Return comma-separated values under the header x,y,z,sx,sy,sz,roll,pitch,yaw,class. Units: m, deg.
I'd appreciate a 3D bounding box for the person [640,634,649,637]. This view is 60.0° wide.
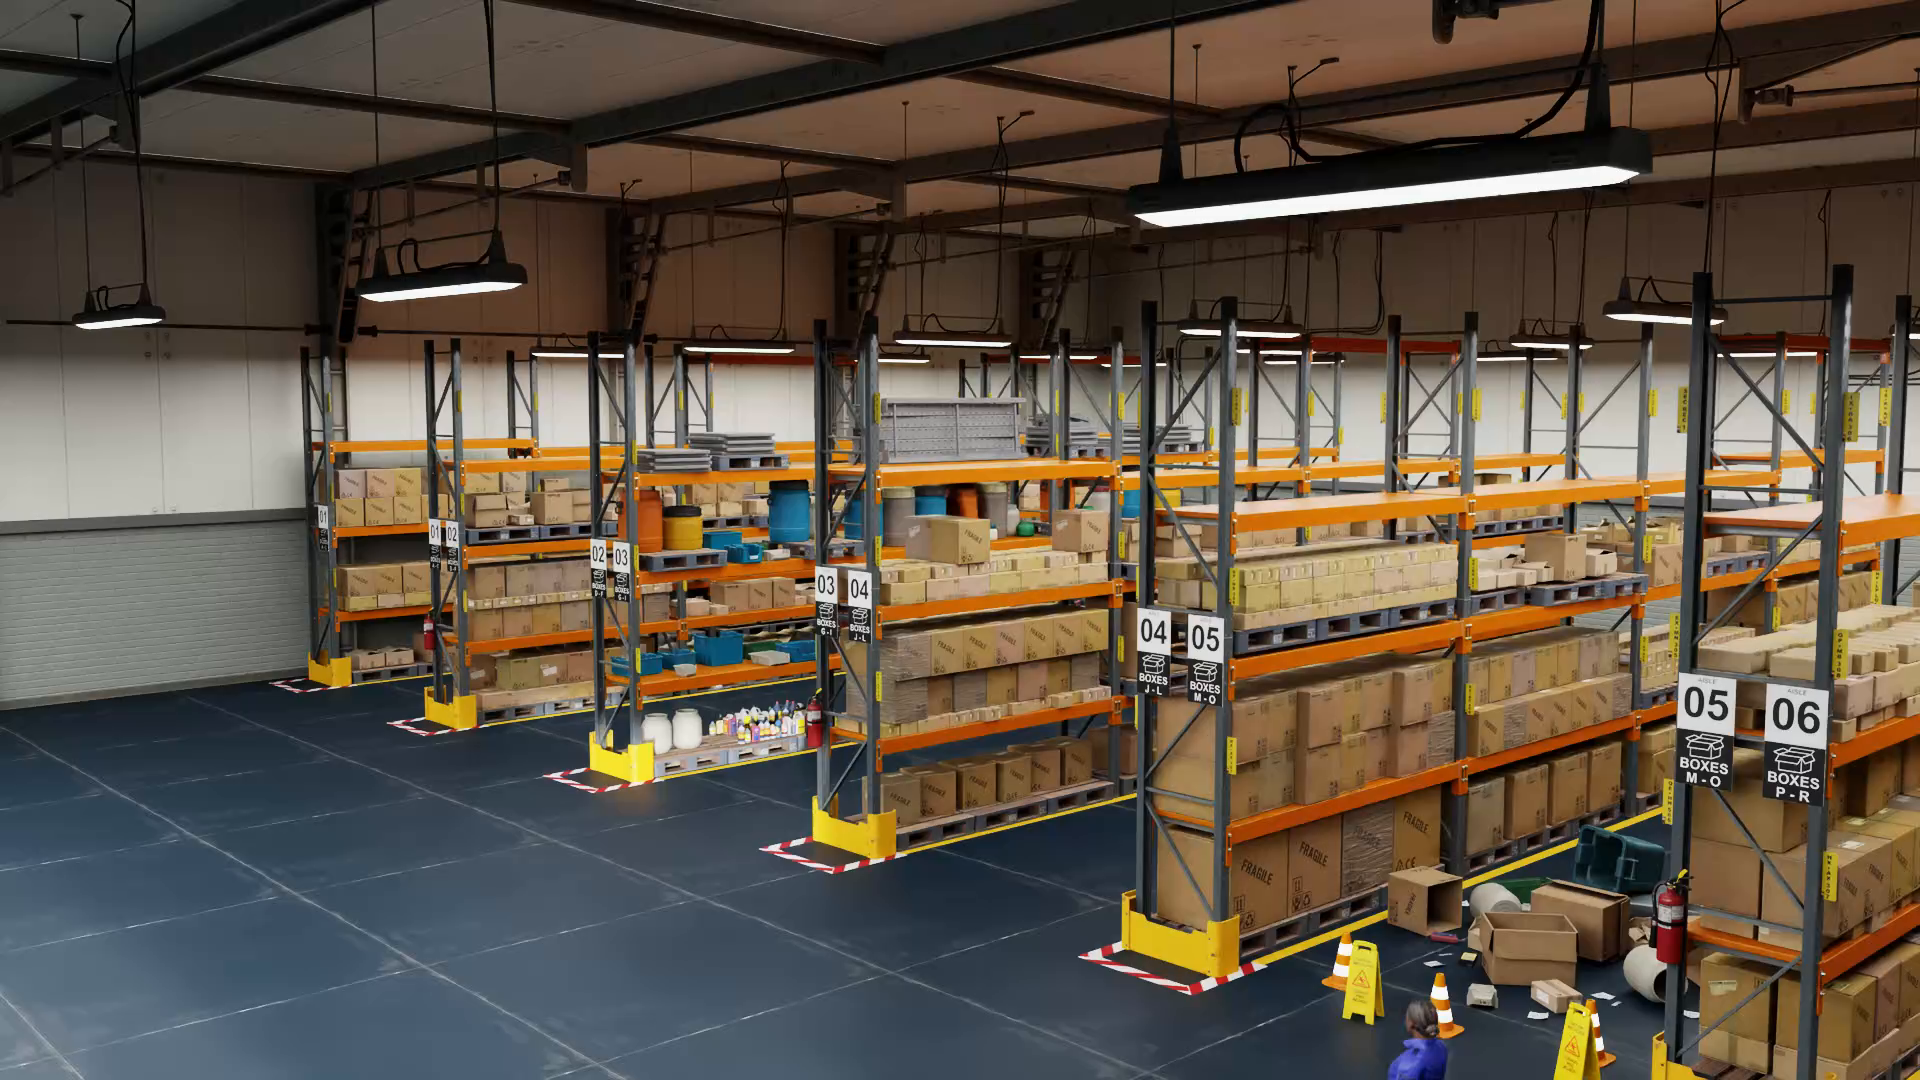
x,y,z,sx,sy,sz,roll,pitch,yaw,class
-6.126,1.545,32.001,0.511,1.670,0.670,1,5,11,person

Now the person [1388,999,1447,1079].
x,y,z,sx,sy,sz,roll,pitch,yaw,class
2.611,3.503,9.771,0.441,1.692,0.489,2,5,22,person
